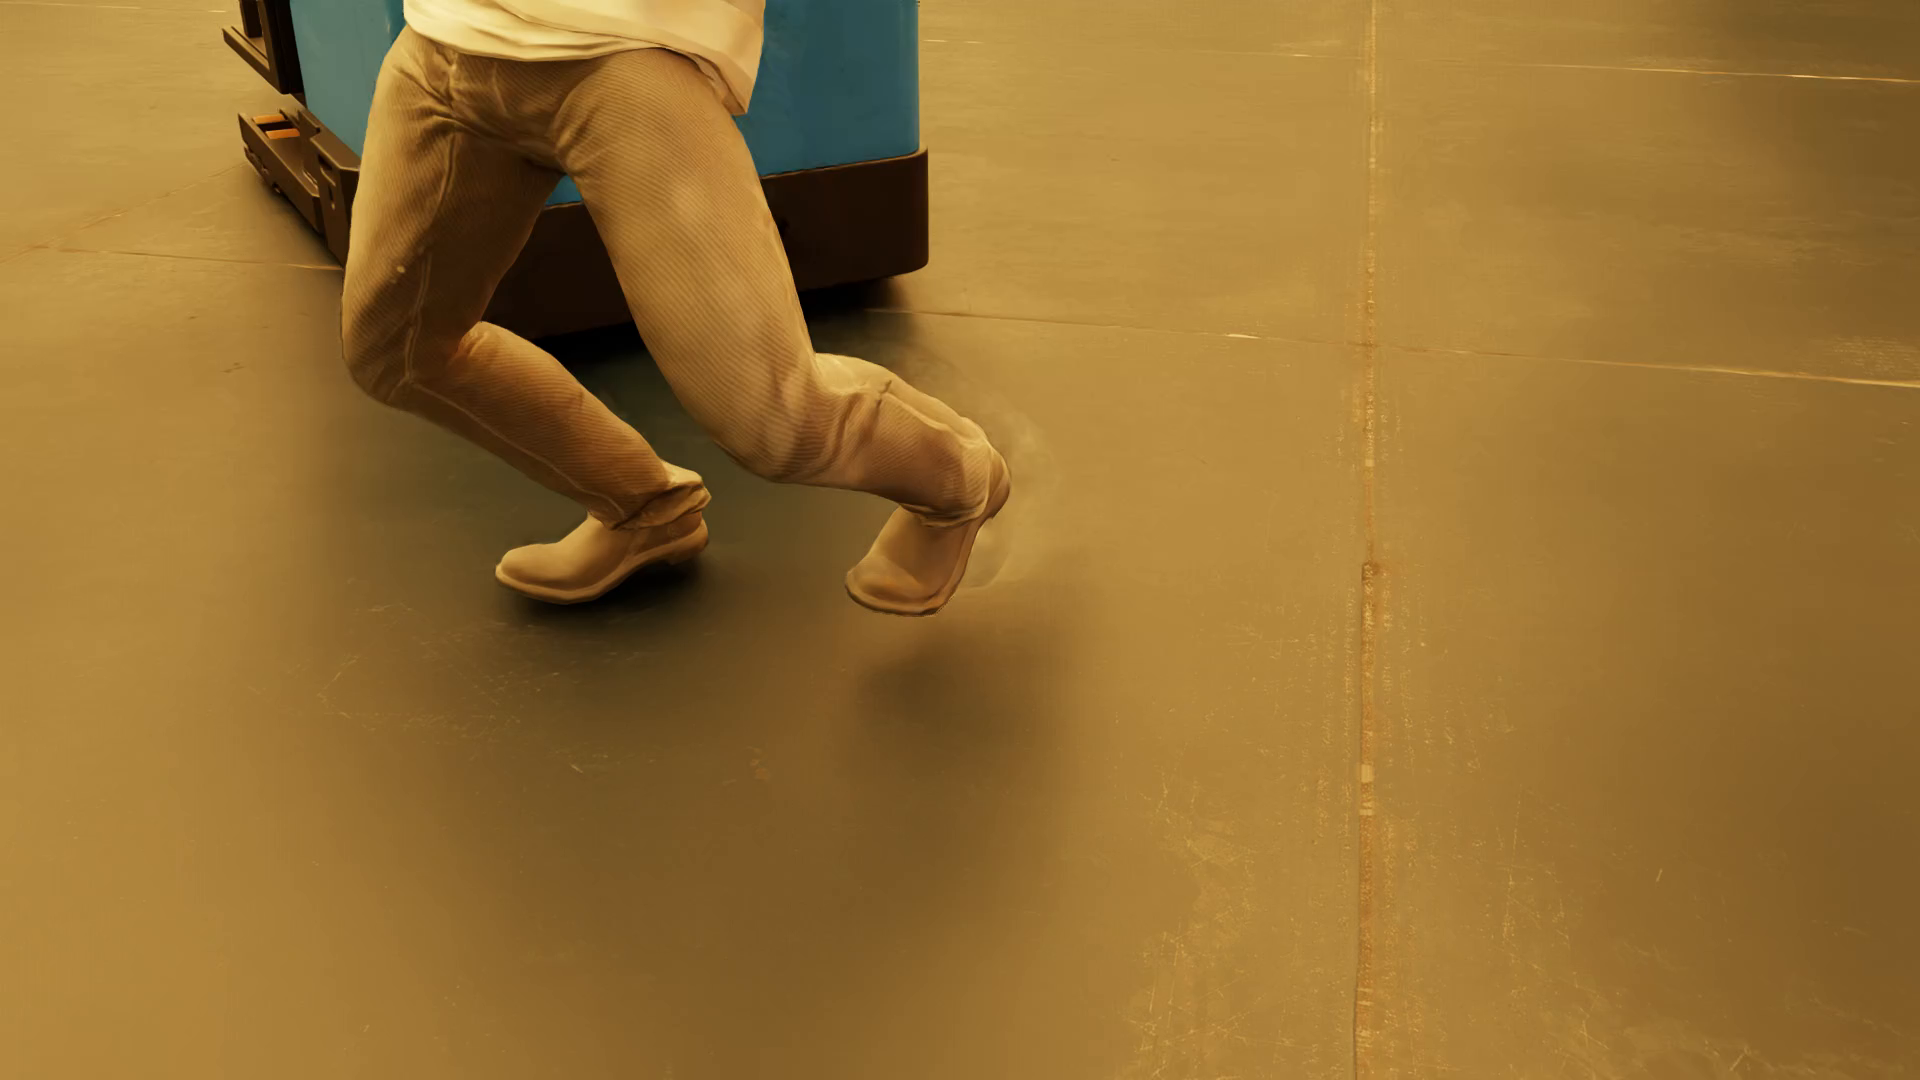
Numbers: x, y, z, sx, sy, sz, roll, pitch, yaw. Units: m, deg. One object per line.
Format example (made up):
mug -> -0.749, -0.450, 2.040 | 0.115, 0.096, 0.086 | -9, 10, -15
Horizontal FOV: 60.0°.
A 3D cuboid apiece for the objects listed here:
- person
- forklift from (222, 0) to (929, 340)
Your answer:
person -> -0.485, -0.662, 2.014 | 1.103, 1.583, 0.715 | 16, 31, 28
forklift -> -1.245, -2.285, 3.774 | 1.130, 2.935, 3.031 | -15, 30, -27
